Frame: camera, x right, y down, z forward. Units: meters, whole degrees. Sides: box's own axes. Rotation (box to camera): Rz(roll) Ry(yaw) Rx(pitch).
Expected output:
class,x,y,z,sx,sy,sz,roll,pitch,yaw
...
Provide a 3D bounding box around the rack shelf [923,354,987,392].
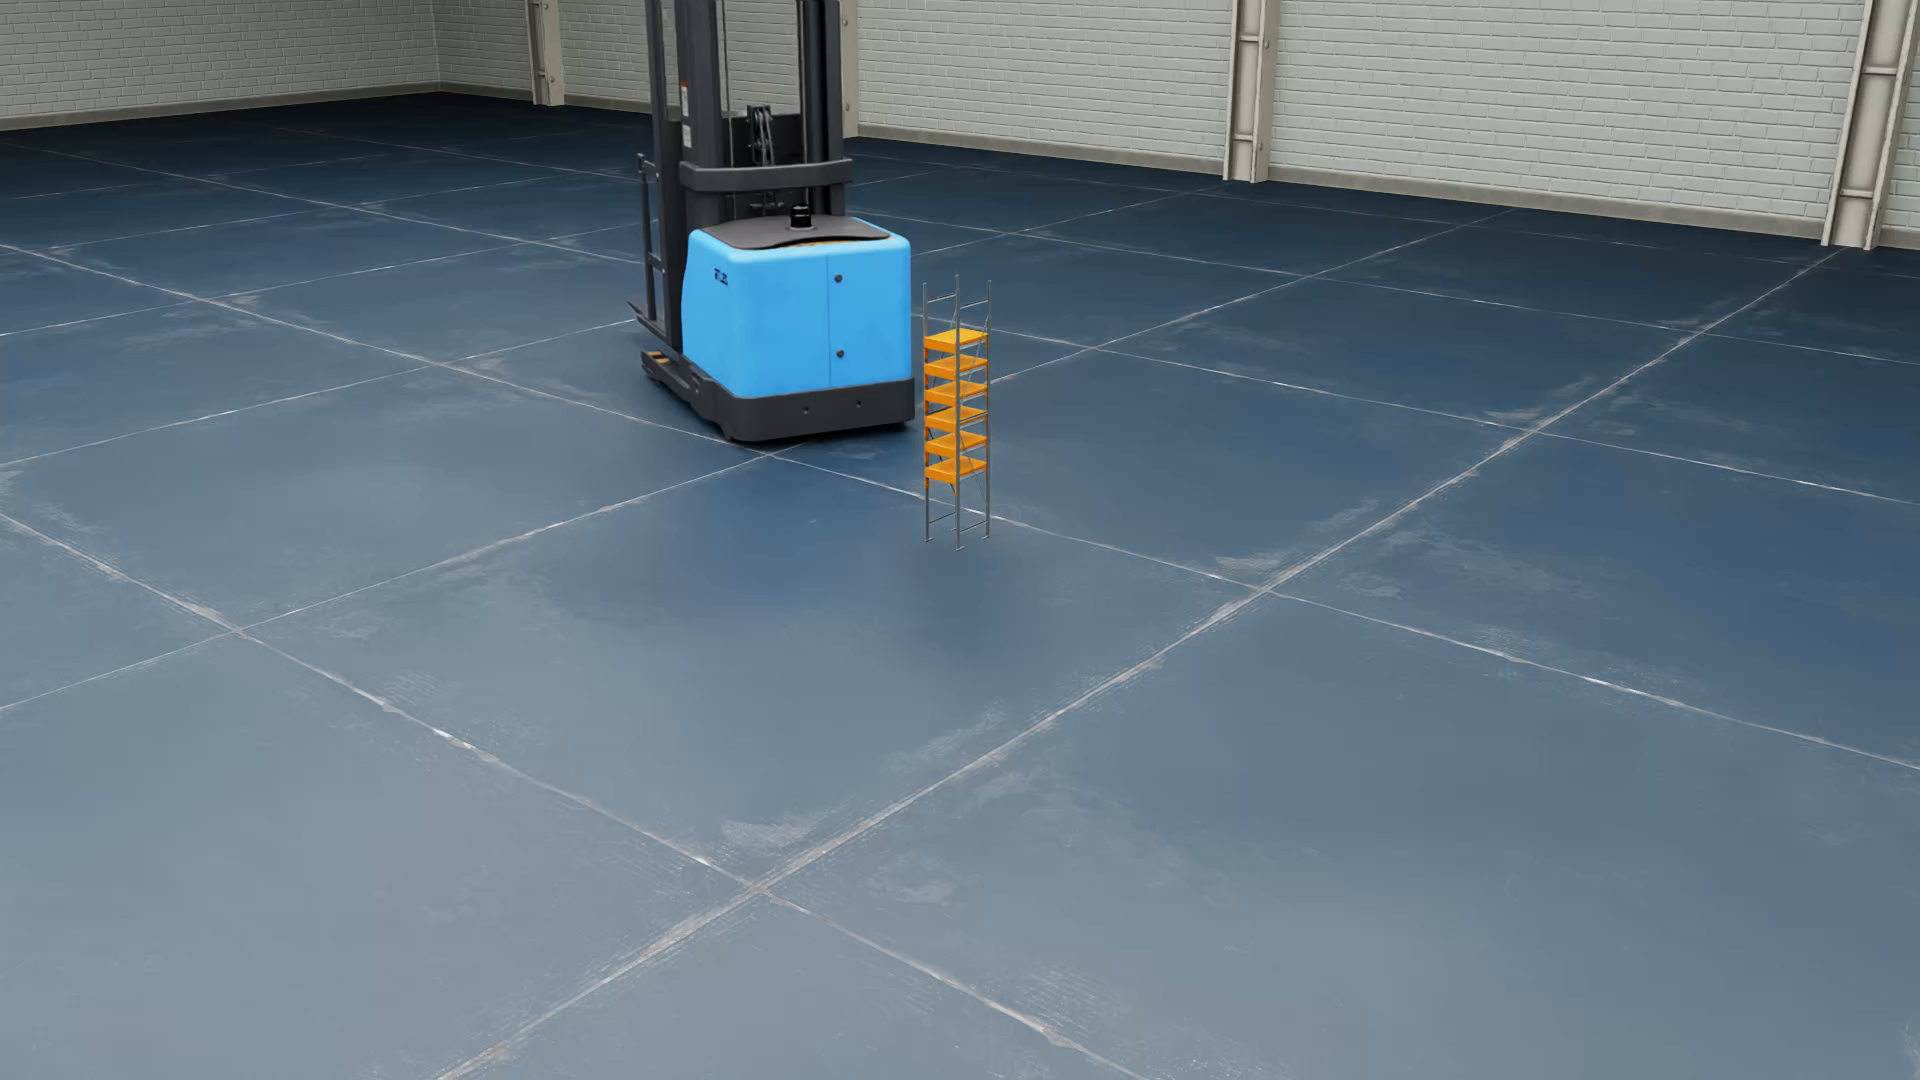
class,x,y,z,sx,sy,sz,roll,pitch,yaw
rack shelf,-0.011,-0.748,7.396,0.180,0.103,0.258,16,26,36

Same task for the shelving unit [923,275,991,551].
class,x,y,z,sx,sy,sz,roll,pitch,yaw
shelving unit,-0.011,-0.565,7.465,0.189,1.200,0.258,16,26,36

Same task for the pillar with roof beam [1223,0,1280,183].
class,x,y,z,sx,sy,sz,roll,pitch,yaw
pillar with roof beam,0.375,-6.941,13.321,0.400,9.000,9.100,16,26,36

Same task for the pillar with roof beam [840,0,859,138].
class,x,y,z,sx,sy,sz,roll,pitch,yaw
pillar with roof beam,-4.273,-8.280,16.871,0.400,9.000,9.100,16,26,36

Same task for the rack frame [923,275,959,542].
class,x,y,z,sx,sy,sz,roll,pitch,yaw
rack frame,-0.082,-0.585,7.519,0.006,1.200,0.240,16,26,36

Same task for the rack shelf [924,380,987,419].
class,x,y,z,sx,sy,sz,roll,pitch,yaw
rack shelf,-0.011,-0.635,7.438,0.180,0.103,0.258,16,26,36

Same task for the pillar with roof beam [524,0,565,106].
class,x,y,z,sx,sy,sz,roll,pitch,yaw
pillar with roof beam,-8.922,-9.618,20.421,0.400,9.000,9.100,16,26,36

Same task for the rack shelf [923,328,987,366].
class,x,y,z,sx,sy,sz,roll,pitch,yaw
rack shelf,-0.011,-0.860,7.354,0.180,0.103,0.258,16,26,36

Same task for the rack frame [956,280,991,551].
class,x,y,z,sx,sy,sz,roll,pitch,yaw
rack frame,0.060,-0.544,7.411,0.006,1.200,0.240,16,26,36

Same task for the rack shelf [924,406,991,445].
class,x,y,z,sx,sy,sz,roll,pitch,yaw
rack shelf,-0.011,-0.523,7.481,0.180,0.103,0.258,16,26,36

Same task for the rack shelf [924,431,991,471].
class,x,y,z,sx,sy,sz,roll,pitch,yaw
rack shelf,-0.011,-0.411,7.523,0.180,0.103,0.258,16,26,36

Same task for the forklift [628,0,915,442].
class,x,y,z,sx,sy,sz,roll,pitch,yaw
forklift,-1.332,-2.378,9.819,1.130,2.935,3.031,-9,23,-23

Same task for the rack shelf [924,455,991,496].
class,x,y,z,sx,sy,sz,roll,pitch,yaw
rack shelf,-0.011,-0.298,7.565,0.180,0.103,0.258,16,26,36

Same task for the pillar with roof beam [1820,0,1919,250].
class,x,y,z,sx,sy,sz,roll,pitch,yaw
pillar with roof beam,5.024,-5.603,9.772,0.400,9.000,9.100,16,26,36
